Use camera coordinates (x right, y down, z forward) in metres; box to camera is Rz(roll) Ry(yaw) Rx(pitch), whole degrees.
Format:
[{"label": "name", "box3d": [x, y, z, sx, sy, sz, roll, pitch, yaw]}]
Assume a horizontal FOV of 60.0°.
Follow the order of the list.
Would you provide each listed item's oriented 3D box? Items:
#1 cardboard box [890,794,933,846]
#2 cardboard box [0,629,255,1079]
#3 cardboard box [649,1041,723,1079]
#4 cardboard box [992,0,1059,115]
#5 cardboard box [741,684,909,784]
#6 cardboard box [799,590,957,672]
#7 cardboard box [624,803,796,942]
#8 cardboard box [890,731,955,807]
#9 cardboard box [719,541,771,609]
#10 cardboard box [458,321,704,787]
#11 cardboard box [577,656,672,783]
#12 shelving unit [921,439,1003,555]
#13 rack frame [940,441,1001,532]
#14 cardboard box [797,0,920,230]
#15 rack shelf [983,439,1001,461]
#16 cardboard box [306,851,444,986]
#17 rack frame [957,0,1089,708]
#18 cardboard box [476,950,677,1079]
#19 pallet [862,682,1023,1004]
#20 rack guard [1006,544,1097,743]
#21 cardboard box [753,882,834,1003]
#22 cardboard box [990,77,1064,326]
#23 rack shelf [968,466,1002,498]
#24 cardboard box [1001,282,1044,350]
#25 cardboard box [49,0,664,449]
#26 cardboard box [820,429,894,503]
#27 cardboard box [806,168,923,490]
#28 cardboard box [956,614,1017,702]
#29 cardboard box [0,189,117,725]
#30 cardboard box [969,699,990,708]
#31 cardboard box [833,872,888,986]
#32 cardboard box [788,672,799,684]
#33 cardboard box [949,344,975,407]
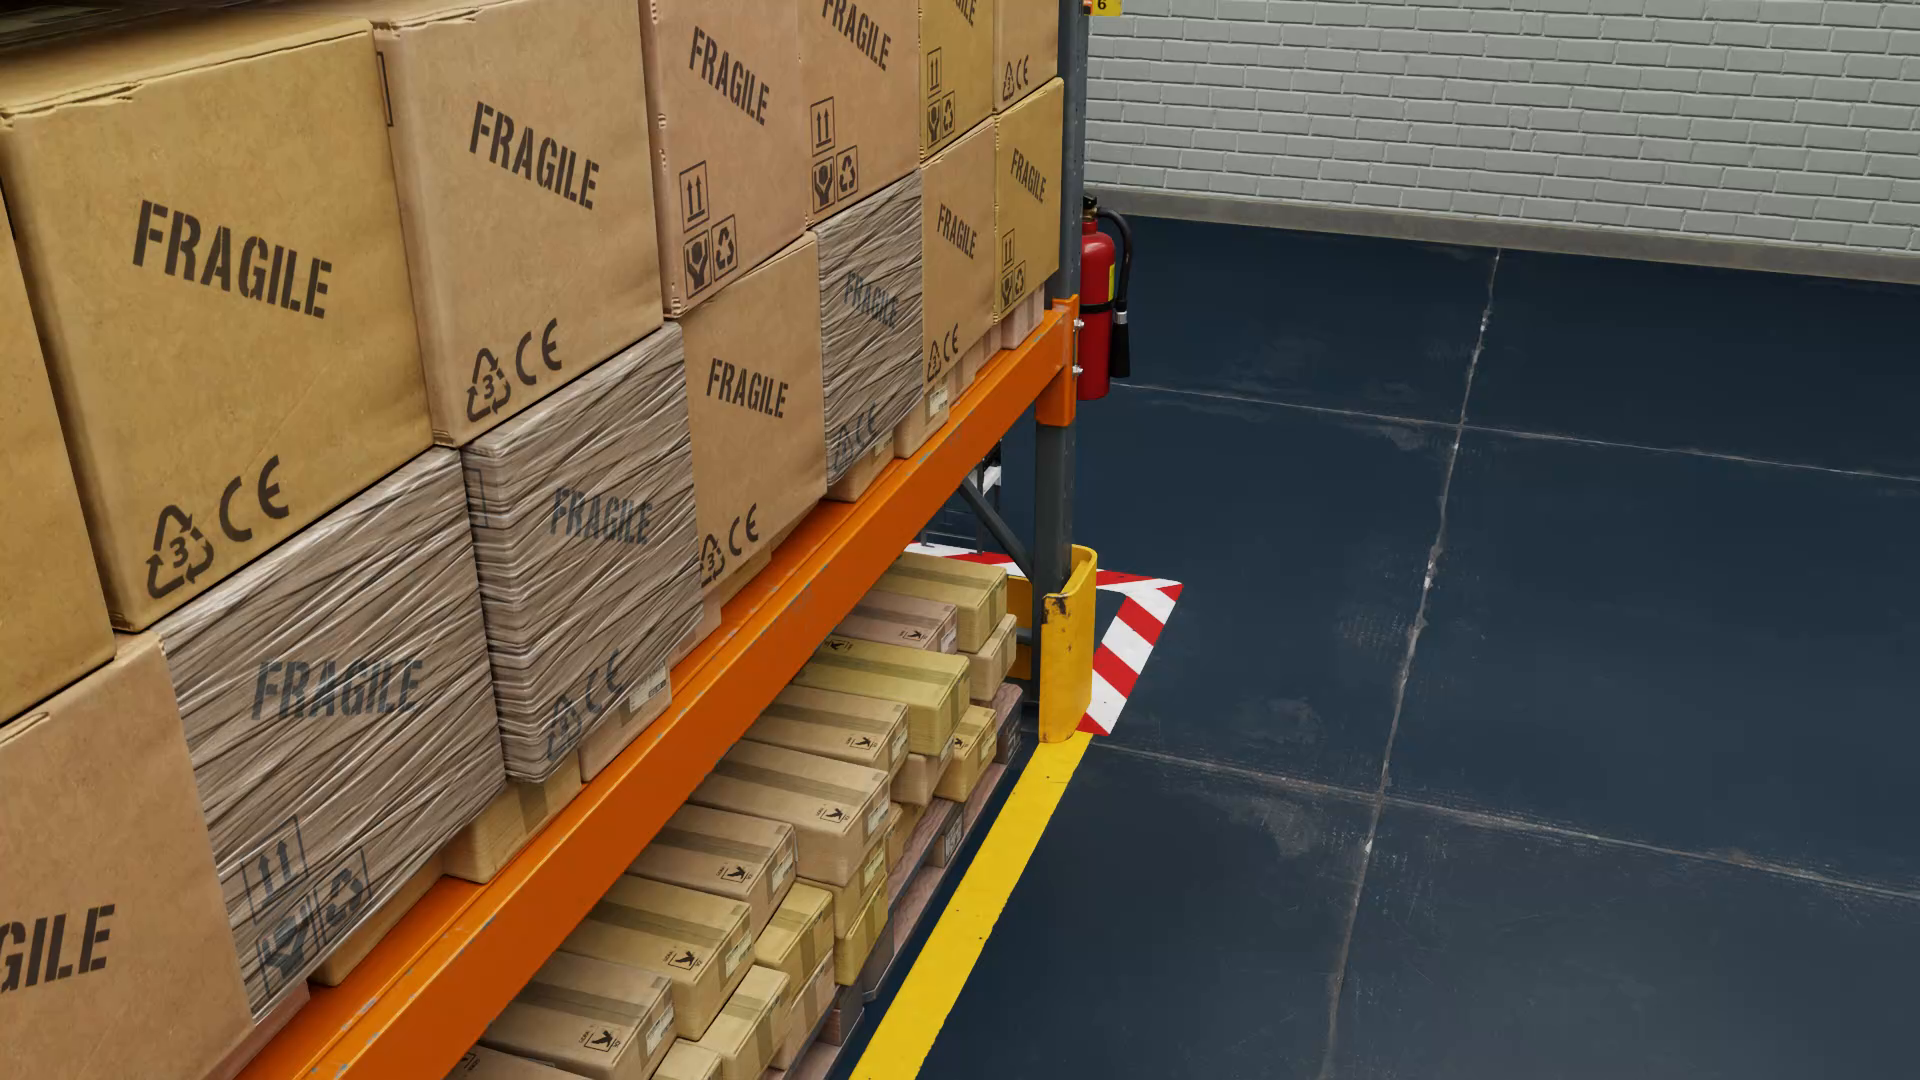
[{"label": "cardboard box", "box3d": [-0.290, 0.639, 4.277, 0.380, 0.149, 0.250, 9, 27, 17]}, {"label": "cardboard box", "box3d": [-1.081, 0.380, 1.567, 0.500, 0.500, 0.500, 8, 27, 16]}, {"label": "cardboard box", "box3d": [-0.664, 1.046, 3.095, 0.380, 0.149, 0.250, 9, 27, 17]}, {"label": "cardboard box", "box3d": [-0.070, -1.323, 3.936, 0.500, 0.500, 0.500, 8, 27, 16]}, {"label": "cardboard box", "box3d": [-0.339, 0.480, 3.924, 0.380, 0.149, 0.250, 8, 27, 15]}, {"label": "cardboard box", "box3d": [-0.227, 0.258, 4.383, 0.380, 0.149, 0.250, 9, 27, 18]}, {"label": "cardboard box", "box3d": [-0.569, 0.690, 3.489, 0.380, 0.149, 0.250, 8, 27, 16]}, {"label": "cardboard box", "box3d": [-0.230, 0.514, 4.194, 0.380, 0.149, 0.250, 8, 27, 15]}, {"label": "cardboard box", "box3d": [-0.579, -0.002, 3.100, 0.380, 0.149, 0.250, 9, 27, 18]}, {"label": "cardboard box", "box3d": [-0.721, -0.026, 2.406, 0.500, 0.500, 0.500, 8, 27, 16]}, {"label": "cardboard box", "box3d": [-0.688, 0.222, 2.638, 0.380, 0.149, 0.250, 10, 28, 20]}, {"label": "shelving unit", "box3d": [0.003, -0.408, 6.061, 0.258, 0.900, 0.210, 9, 27, 17]}, {"label": "rack frame", "box3d": [0.037, -0.450, 6.147, 0.240, 0.900, 0.006, 9, 27, 17]}, {"label": "cardboard box", "box3d": [-0.403, -0.900, 3.062, 0.500, 0.500, 0.500, 10, 28, 20]}, {"label": "rack shelf", "box3d": [0.003, -0.378, 6.075, 0.258, 0.077, 0.200, 9, 27, 17]}, {"label": "cardboard box", "box3d": [-0.929, 0.425, 2.218, 0.380, 0.149, 0.250, 8, 27, 15]}, {"label": "rack frame", "box3d": [-0.152, -0.918, 4.704, 1.000, 3.000, 0.127, 9, 27, 17]}, {"label": "cardboard box", "box3d": [-0.748, 0.898, 3.060, 0.380, 0.149, 0.250, 8, 27, 15]}, {"label": "pallet", "box3d": [-0.481, 0.697, 4.568, 1.003, 0.211, 1.213, 9, 27, 17]}, {"label": "rack guard", "box3d": [-0.177, 0.238, 5.184, 1.175, 0.500, 0.348, 9, 27, 17]}, {"label": "cardboard box", "box3d": [-0.493, 0.832, 3.538, 0.380, 0.149, 0.250, 10, 28, 20]}, {"label": "cardboard box", "box3d": [-0.059, -0.875, 4.159, 0.500, 0.500, 0.500, 9, 27, 18]}, {"label": "rack shelf", "box3d": [0.003, -0.216, 6.154, 0.258, 0.077, 0.200, 9, 27, 17]}, {"label": "cardboard box", "box3d": [0.006, -0.630, 4.397, 0.380, 0.149, 0.250, 9, 27, 18]}, {"label": "cardboard box", "box3d": [-0.748, -0.471, 2.177, 0.500, 0.500, 0.500, 9, 27, 18]}, {"label": "cardboard box", "box3d": [-0.360, -0.216, 3.542, 0.380, 0.149, 0.250, 8, 27, 15]}, {"label": "cardboard box", "box3d": [-0.395, -0.454, 3.290, 0.500, 0.500, 0.500, 9, 27, 18]}, {"label": "cardboard box", "box3d": [-0.059, 0.301, 4.635, 0.380, 0.149, 0.250, 8, 27, 16]}, {"label": "cardboard box", "box3d": [-1.103, -0.053, 1.314, 0.500, 0.500, 0.500, 9, 27, 19]}, {"label": "cardboard box", "box3d": [-0.131, 0.423, 4.724, 0.380, 0.149, 0.250, 9, 27, 18]}, {"label": "cardboard box", "box3d": [-0.385, 0.856, 3.829, 0.380, 0.149, 0.250, 8, 27, 15]}, {"label": "cardboard box", "box3d": [-0.638, 0.464, 4.638, 0.380, 0.149, 0.250, 9, 27, 17]}, {"label": "cardboard box", "box3d": [-0.181, -0.428, 3.980, 0.380, 0.149, 0.250, 8, 27, 17]}]
